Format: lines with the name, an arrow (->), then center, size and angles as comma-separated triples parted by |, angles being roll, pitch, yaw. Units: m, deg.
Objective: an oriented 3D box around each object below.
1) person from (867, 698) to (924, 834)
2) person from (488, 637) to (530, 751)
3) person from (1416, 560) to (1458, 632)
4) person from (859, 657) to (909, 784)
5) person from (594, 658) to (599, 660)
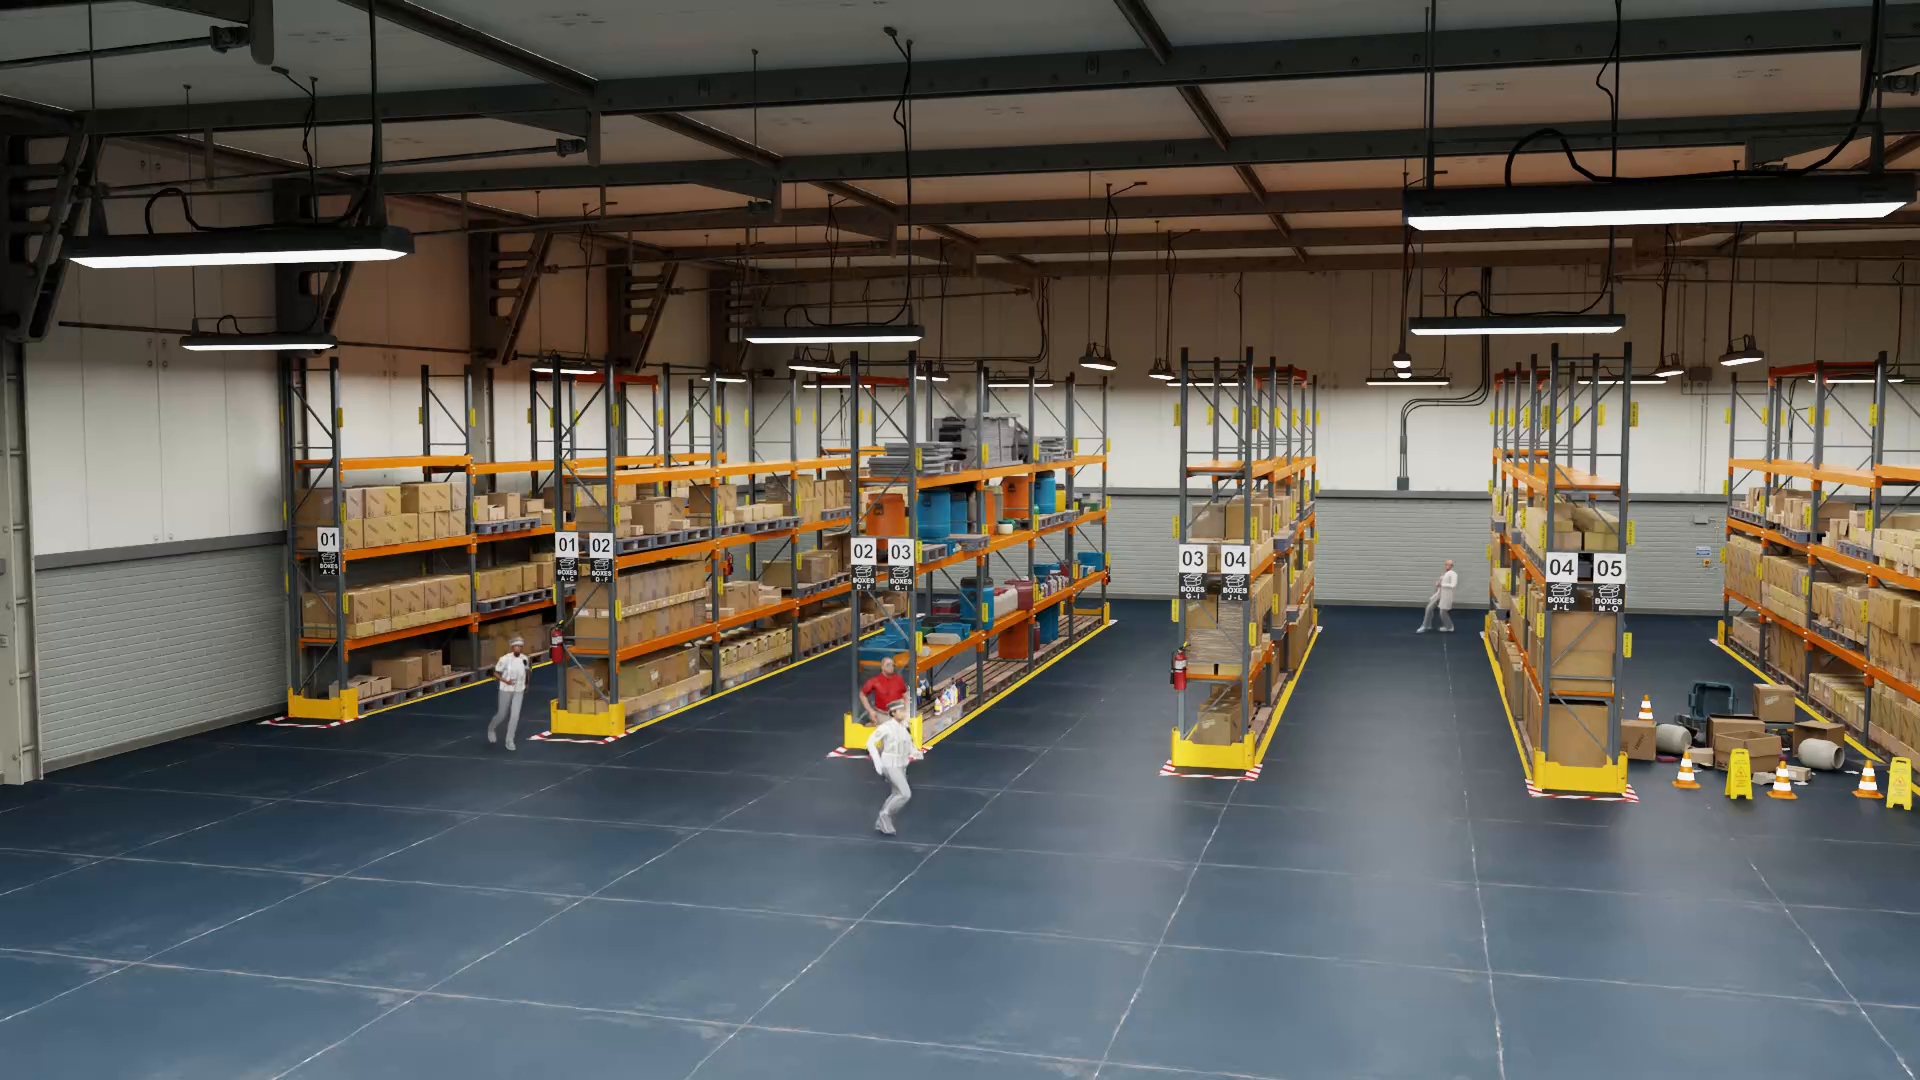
person -> -0.746, 2.704, 19.851 | 0.692, 1.647, 0.583 | 3, 5, 34
person -> -6.812, 2.309, 25.359 | 0.611, 1.682, 0.808 | -3, 5, -36
person -> 11.195, 1.334, 38.672 | 0.868, 1.736, 0.773 | -1, 4, -18
person -> -1.021, 2.471, 22.945 | 0.684, 1.727, 0.844 | -3, 5, -34
person -> -6.528, 1.874, 30.232 | 0.695, 1.771, 0.962 | 1, 4, 8
